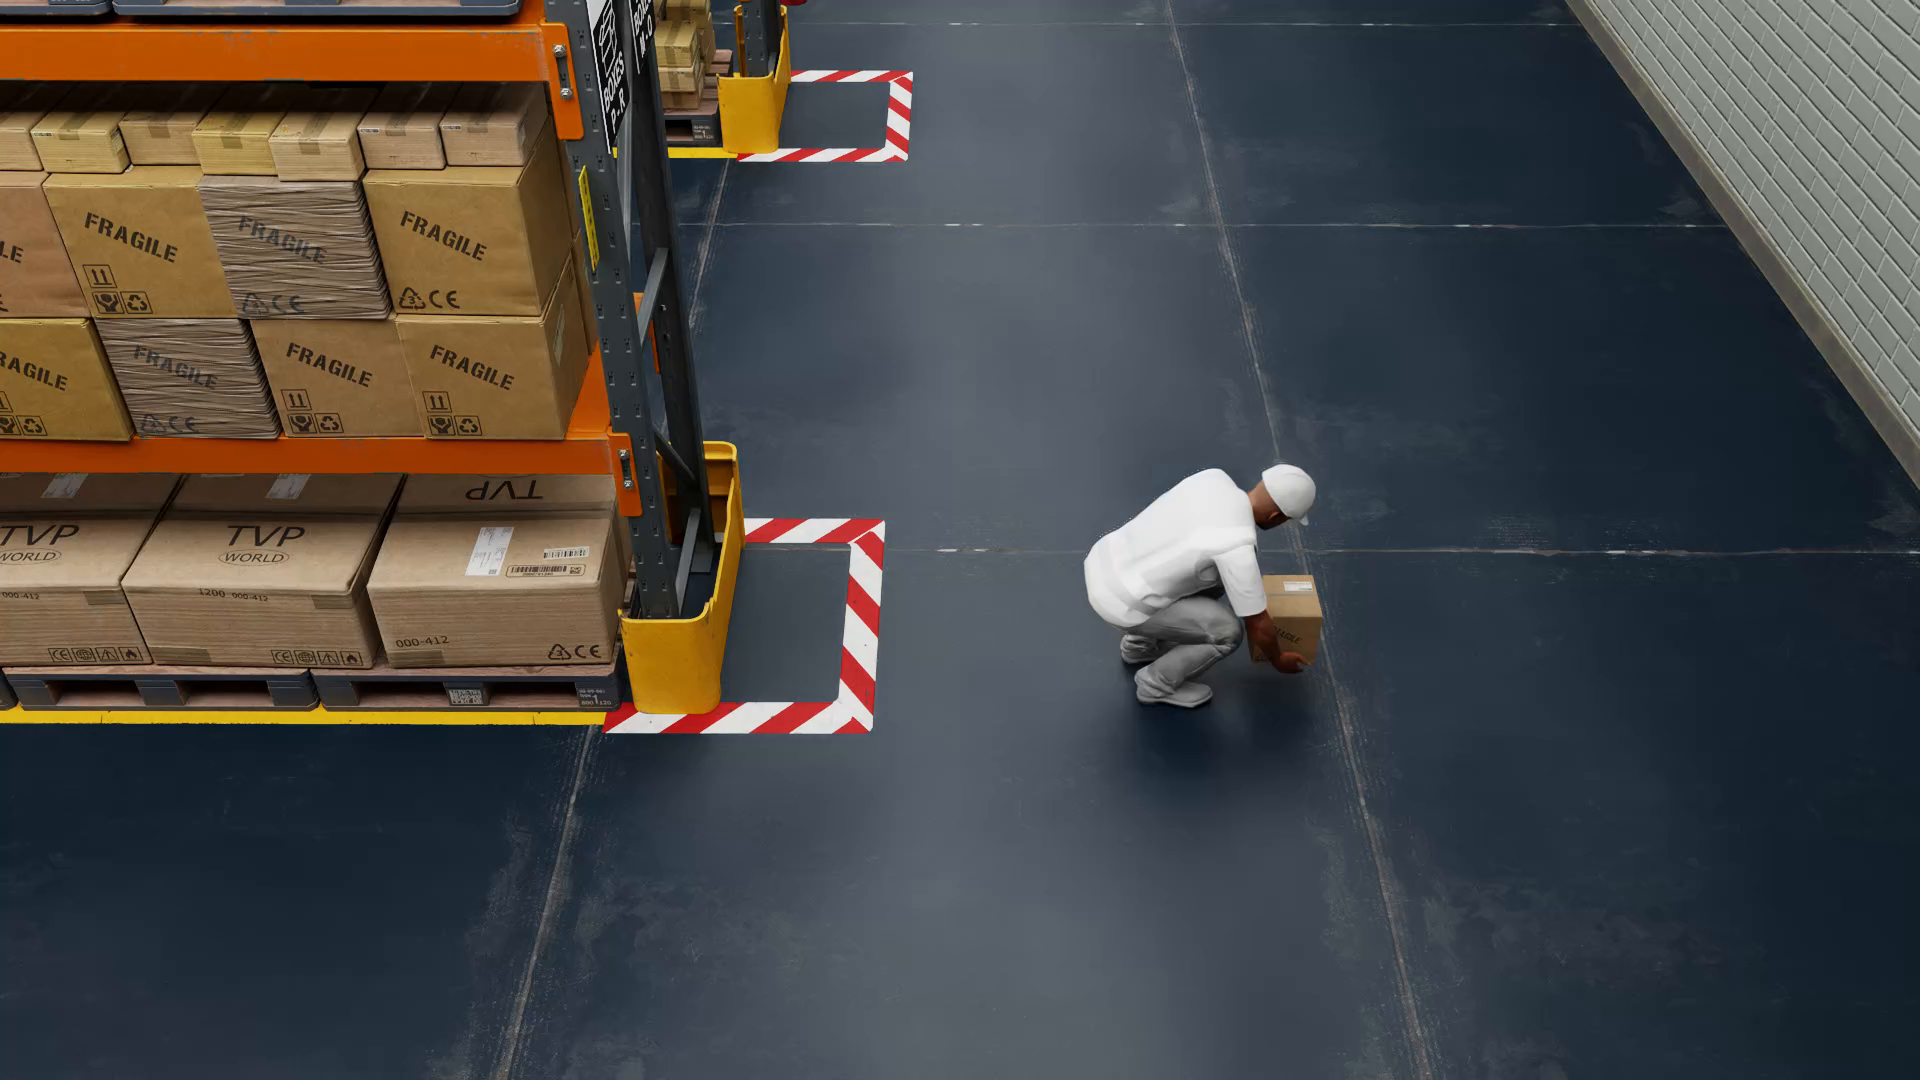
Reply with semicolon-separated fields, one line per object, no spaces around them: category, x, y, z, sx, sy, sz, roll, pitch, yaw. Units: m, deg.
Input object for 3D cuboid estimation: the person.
person;0.936;0.144;6.548;0.890;1.028;0.583;0;39;0
